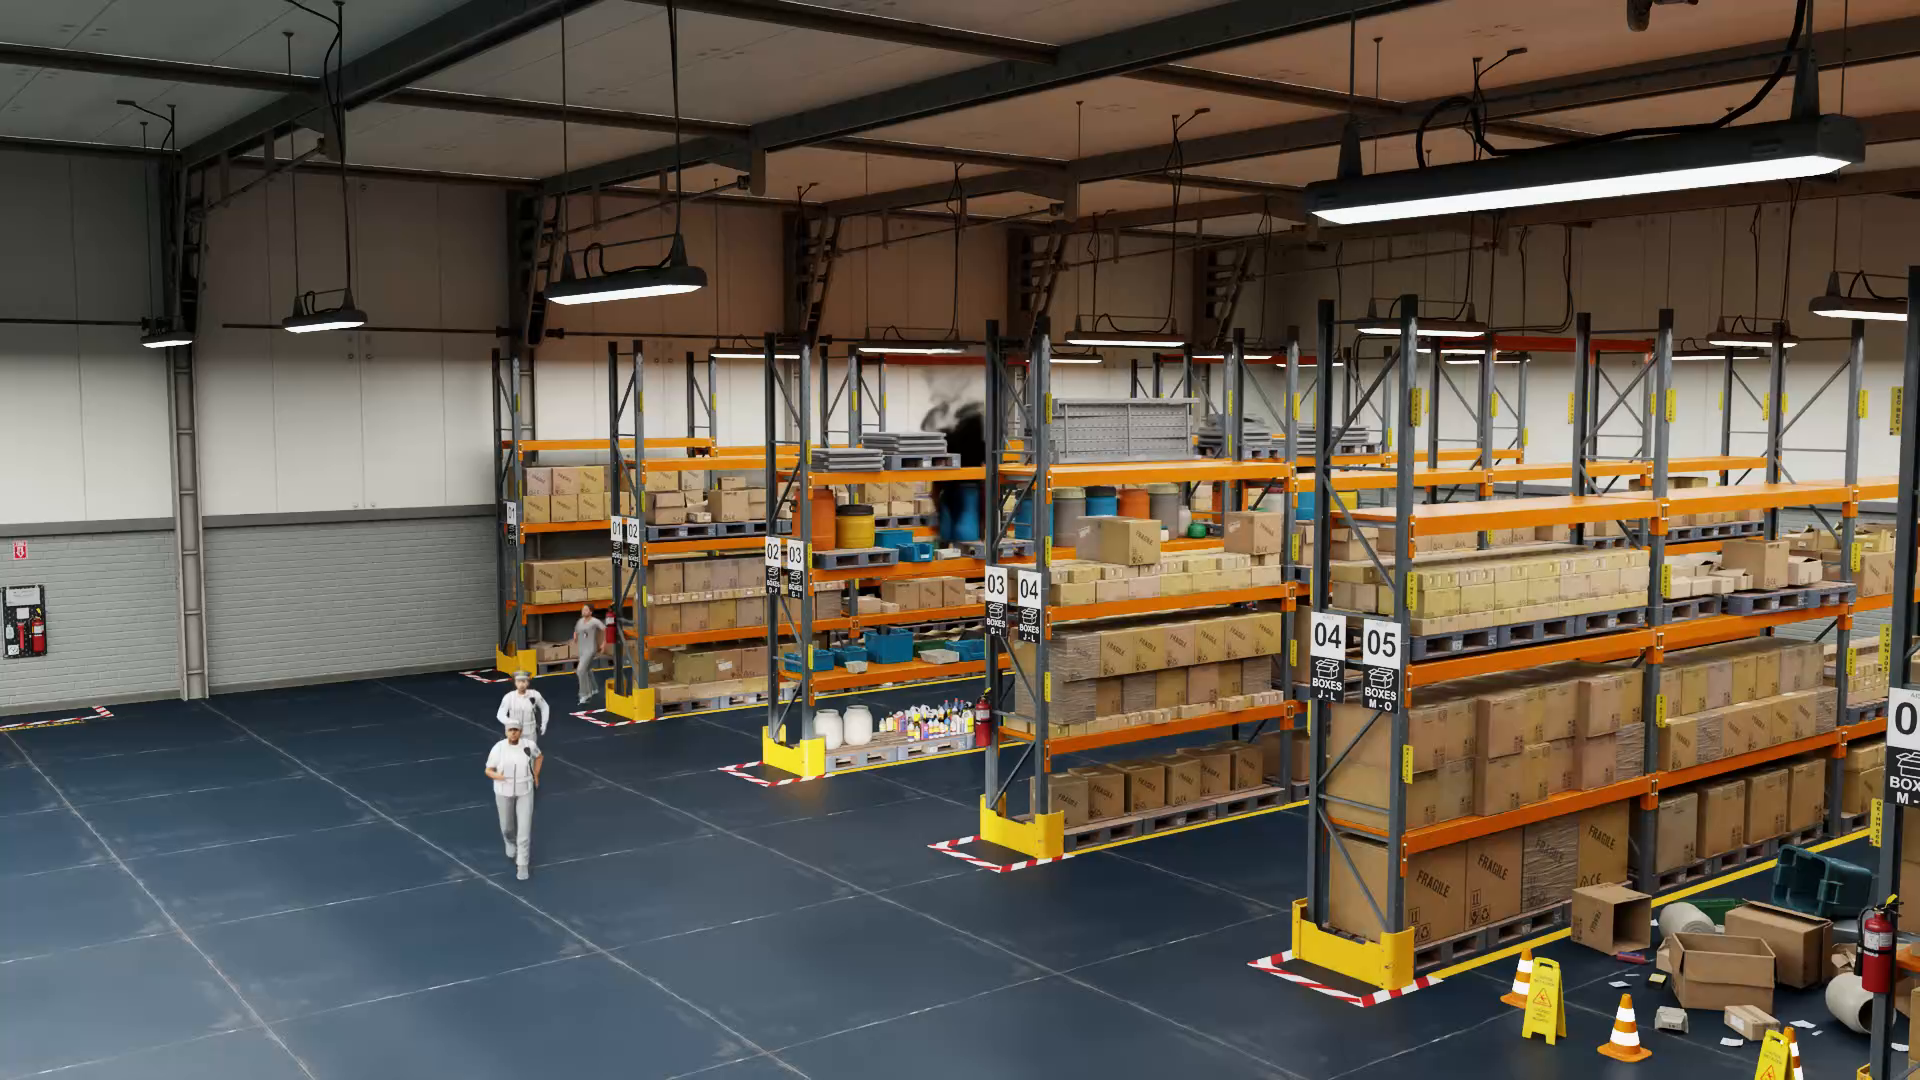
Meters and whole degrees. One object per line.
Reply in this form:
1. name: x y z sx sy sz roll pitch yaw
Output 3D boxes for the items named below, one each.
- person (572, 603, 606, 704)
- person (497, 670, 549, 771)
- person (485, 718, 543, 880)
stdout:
1. person: -6.207 1.904 27.894 0.610 1.737 0.662 3 6 33
2. person: -5.523 2.476 21.056 0.638 1.715 0.818 -1 5 -13
3. person: -4.809 2.746 17.970 0.606 1.666 0.924 -1 5 -15
